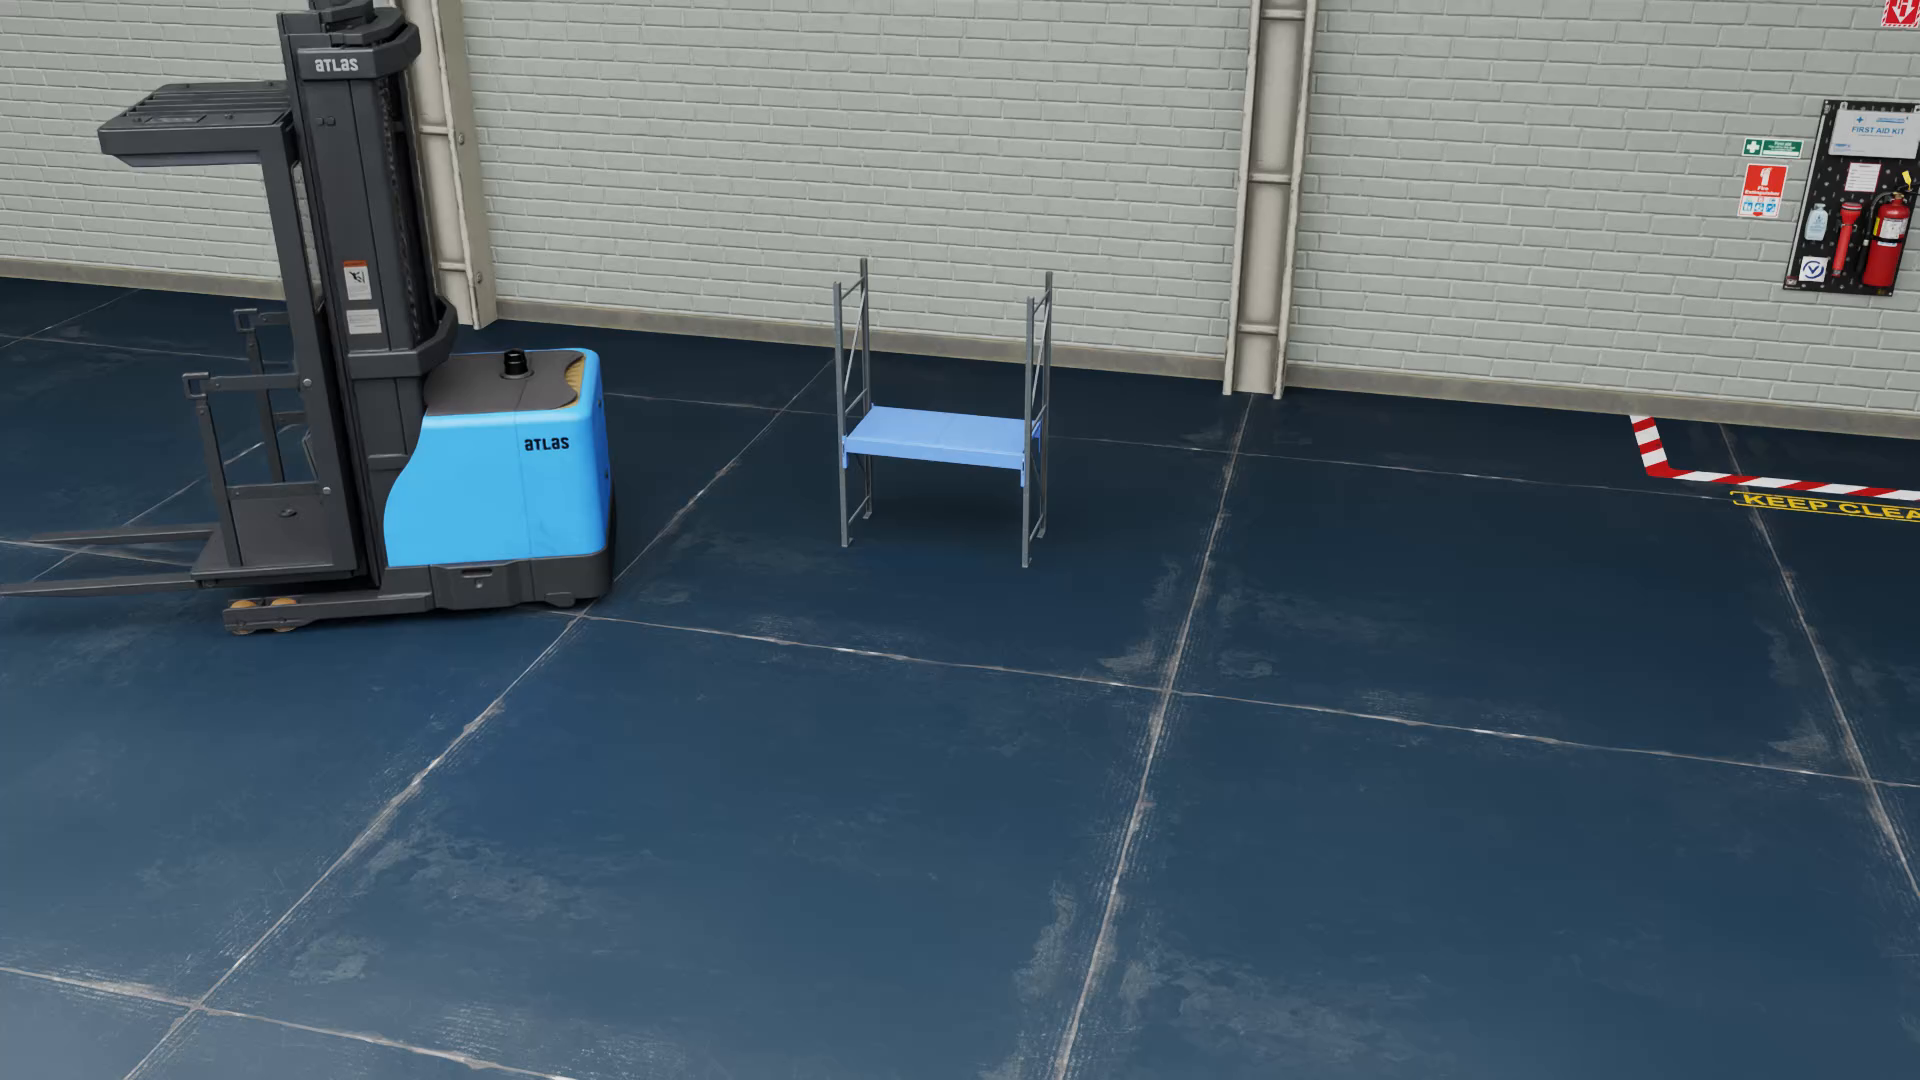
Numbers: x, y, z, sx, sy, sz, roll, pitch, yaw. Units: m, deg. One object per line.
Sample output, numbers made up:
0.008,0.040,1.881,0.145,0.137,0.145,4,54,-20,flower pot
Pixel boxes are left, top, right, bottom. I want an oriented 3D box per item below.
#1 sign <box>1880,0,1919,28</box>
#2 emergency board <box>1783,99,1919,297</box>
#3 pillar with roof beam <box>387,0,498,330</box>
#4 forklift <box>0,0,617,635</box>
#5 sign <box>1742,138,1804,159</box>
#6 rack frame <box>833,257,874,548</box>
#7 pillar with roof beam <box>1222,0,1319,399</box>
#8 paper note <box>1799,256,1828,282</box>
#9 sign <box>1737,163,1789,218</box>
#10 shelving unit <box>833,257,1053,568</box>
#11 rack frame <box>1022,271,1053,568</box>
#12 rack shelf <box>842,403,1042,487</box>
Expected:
5.464,-3.118,9.614,0.199,0.298,0.001,6,26,13,sign
5.447,-2.029,10.023,0.643,1.169,0.194,6,26,13,emergency board
-4.863,-3.950,7.078,0.400,9.000,9.100,6,26,13,pillar with roof beam
-3.356,-1.097,8.144,3.031,2.935,1.130,-4,26,-8,forklift
4.940,-2.383,10.107,0.331,0.109,0.001,6,26,13,sign
-0.575,-0.741,9.061,0.032,1.500,0.500,6,26,13,rack frame
0.948,-3.308,5.729,0.400,9.000,9.100,6,26,13,pillar with roof beam
5.293,-1.679,10.312,0.142,0.148,0.016,6,26,13,paper note
4.938,-2.148,10.230,0.234,0.329,0.001,6,26,13,sign
-0.083,-0.686,8.947,1.048,1.500,0.538,6,26,13,shelving unit
0.410,-0.632,8.832,0.032,1.500,0.500,6,26,13,rack frame
-0.083,-0.524,9.024,1.000,0.185,0.538,6,26,13,rack shelf
